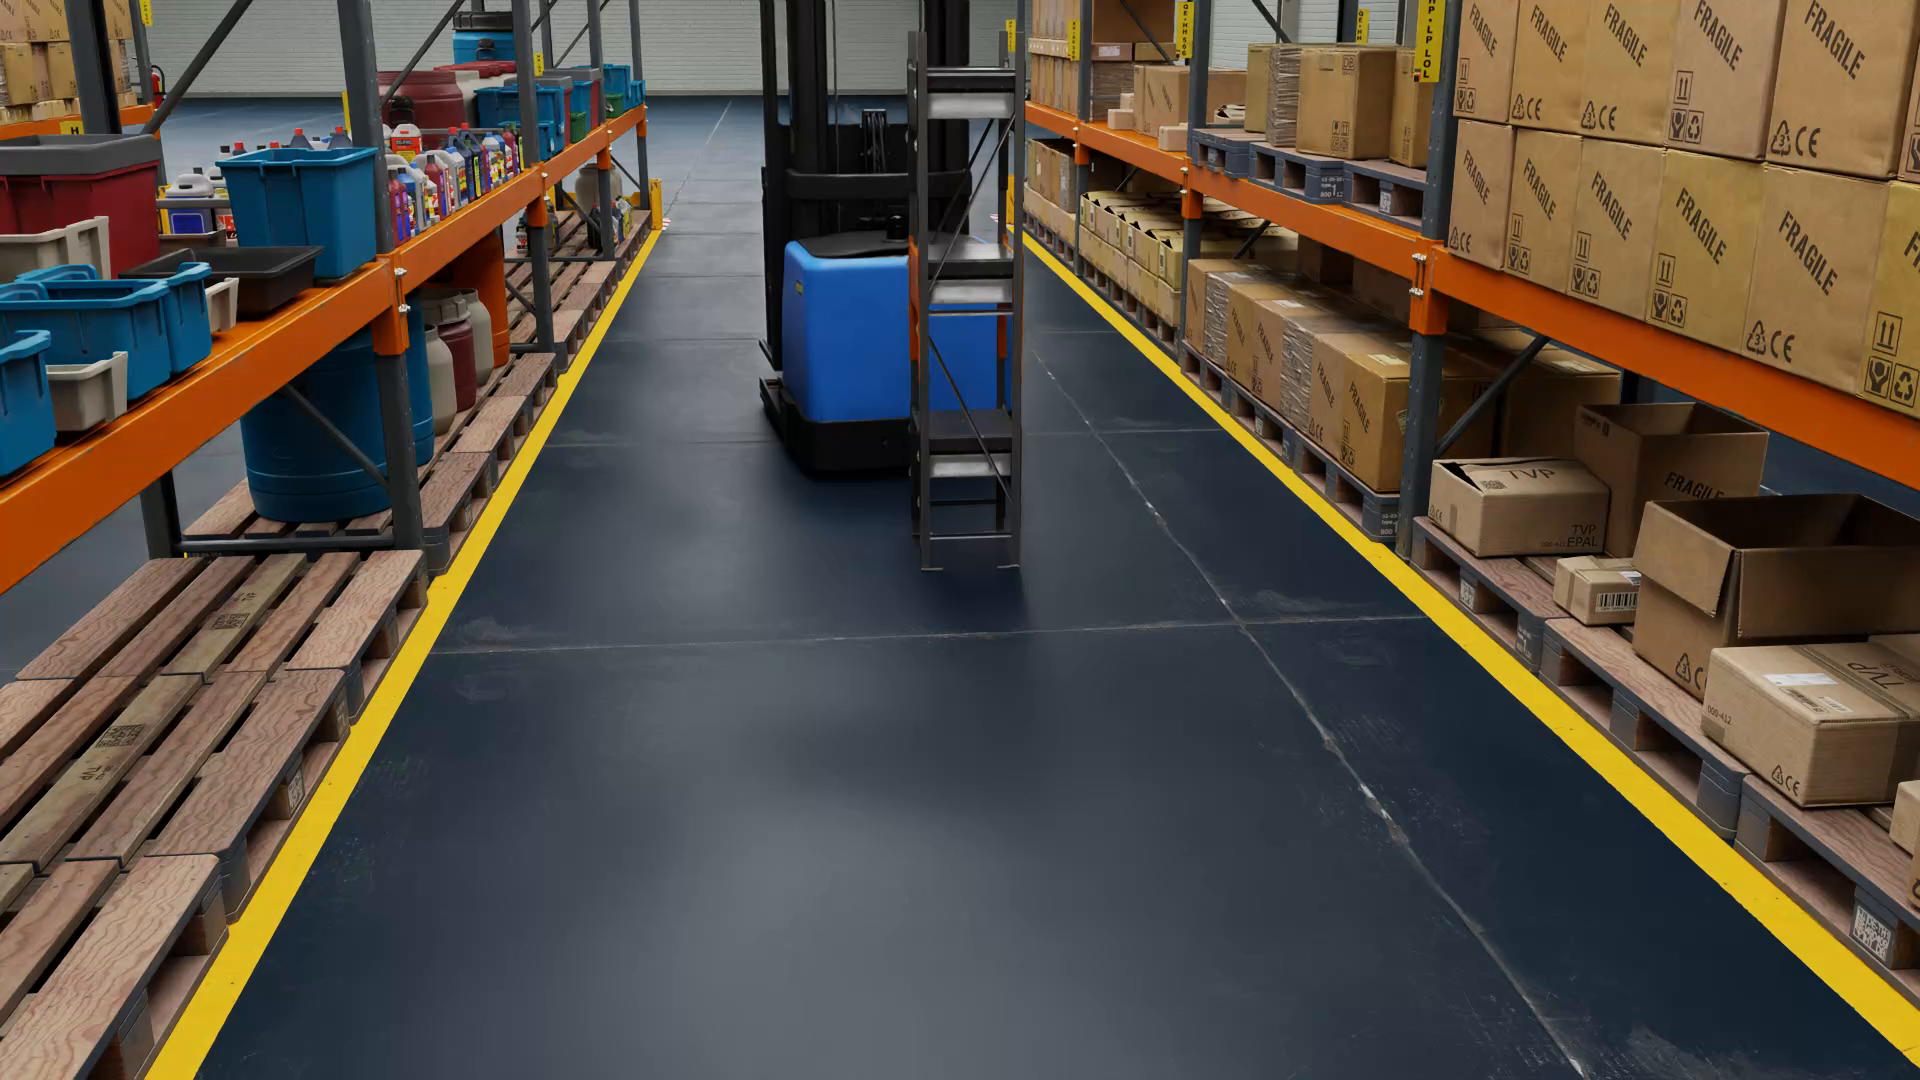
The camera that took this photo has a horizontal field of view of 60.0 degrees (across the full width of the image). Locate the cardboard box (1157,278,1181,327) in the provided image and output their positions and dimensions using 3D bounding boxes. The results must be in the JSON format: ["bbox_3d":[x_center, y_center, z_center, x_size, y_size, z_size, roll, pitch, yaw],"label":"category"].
[{"bbox_3d":[1.620,-1.598,11.150,0.500,0.250,0.500,-1,17,-4],"label":"cardboard box"}]

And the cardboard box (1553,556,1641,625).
[{"bbox_3d":[2.257,0.162,5.649,0.380,0.166,0.250,-2,18,-6],"label":"cardboard box"}]

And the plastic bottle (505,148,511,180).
[{"bbox_3d":[-2.516,-2.074,9.107,0.097,0.201,0.097,0,17,0],"label":"plastic bottle"}]

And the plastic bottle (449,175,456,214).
[{"bbox_3d":[-2.347,-1.583,7.544,0.097,0.201,0.097,0,17,0],"label":"plastic bottle"}]

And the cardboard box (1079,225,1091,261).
[{"bbox_3d":[1.300,-2.513,14.063,0.500,0.250,0.500,-2,18,-7],"label":"cardboard box"}]

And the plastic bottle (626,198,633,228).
[{"bbox_3d":[-3.180,-3.138,15.966,0.061,0.283,0.133,-1,17,-4],"label":"plastic bottle"}]

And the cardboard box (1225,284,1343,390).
[{"bbox_3d":[1.786,-1.128,9.201,0.500,0.500,0.500,-2,18,-6],"label":"cardboard box"}]

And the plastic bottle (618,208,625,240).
[{"bbox_3d":[-3.088,-2.874,15.125,0.061,0.283,0.133,-1,17,-3],"label":"plastic bottle"}]

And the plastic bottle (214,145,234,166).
[{"bbox_3d":[-3.018,-1.457,6.893,0.144,0.351,0.185,-2,18,-6],"label":"plastic bottle"}]

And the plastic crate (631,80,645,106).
[{"bbox_3d":[-3.486,-4.581,17.010,0.499,0.251,0.616,-2,18,-6],"label":"plastic crate"}]

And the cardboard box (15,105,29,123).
[{"bbox_3d":[-8.174,-3.624,14.131,0.380,0.149,0.250,-2,18,-6],"label":"cardboard box"}]

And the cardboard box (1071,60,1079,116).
[{"bbox_3d":[1.392,-4.089,15.027,0.700,0.500,0.500,-2,18,-6],"label":"cardboard box"}]

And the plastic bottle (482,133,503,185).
[{"bbox_3d":[-2.486,-2.020,8.819,0.097,0.271,0.097,0,17,0],"label":"plastic bottle"}]

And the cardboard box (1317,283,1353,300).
[{"bbox_3d":[2.300,-1.152,9.279,0.500,0.500,0.500,-2,18,-8],"label":"cardboard box"}]

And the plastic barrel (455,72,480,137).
[{"bbox_3d":[-3.329,-2.762,10.780,0.421,0.512,0.421,0,17,0],"label":"plastic barrel"}]

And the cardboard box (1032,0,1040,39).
[{"bbox_3d":[1.133,-5.456,17.214,0.700,0.500,0.500,-2,18,-5],"label":"cardboard box"}]

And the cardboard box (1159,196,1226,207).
[{"bbox_3d":[1.891,-2.642,13.537,0.500,0.311,0.500,-1,17,-4],"label":"cardboard box"}]

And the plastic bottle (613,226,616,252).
[{"bbox_3d":[-3.020,-2.617,14.326,0.097,0.271,0.097,0,17,0],"label":"plastic bottle"}]

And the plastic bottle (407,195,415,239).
[{"bbox_3d":[-2.255,-1.318,6.700,0.097,0.201,0.097,0,17,0],"label":"plastic bottle"}]

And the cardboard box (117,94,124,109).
[{"bbox_3d":[-8.425,-4.293,16.264,0.380,0.149,0.250,-2,18,-6],"label":"cardboard box"}]

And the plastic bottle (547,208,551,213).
[{"bbox_3d":[-3.730,-2.862,15.085,0.061,0.283,0.133,-2,18,-6],"label":"plastic bottle"}]

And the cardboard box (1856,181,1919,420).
[{"bbox_3d":[2.368,-0.504,3.609,0.500,0.500,0.500,-2,18,-5],"label":"cardboard box"}]

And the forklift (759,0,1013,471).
[{"bbox_3d":[-0.545,-2.133,9.078,1.130,2.935,3.031,-4,18,-12],"label":"forklift"}]

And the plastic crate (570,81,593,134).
[{"bbox_3d":[-3.000,-3.274,12.624,0.392,0.384,0.575,-2,18,-6],"label":"plastic crate"}]

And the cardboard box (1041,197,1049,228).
[{"bbox_3d":[1.079,-3.219,16.312,0.500,0.250,0.500,-2,18,-6],"label":"cardboard box"}]

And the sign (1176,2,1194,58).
[{"bbox_3d":[1.365,-3.095,10.094,0.100,0.325,0.005,-2,18,-6],"label":"sign"}]

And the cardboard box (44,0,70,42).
[{"bbox_3d":[-8.310,-4.703,14.815,0.500,0.500,0.500,-2,18,-6],"label":"cardboard box"}]

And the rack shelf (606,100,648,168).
[{"bbox_3d":[-3.629,-3.853,15.643,1.077,0.370,4.000,-2,18,-6],"label":"rack shelf"}]

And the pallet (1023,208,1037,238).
[{"bbox_3d":[1.213,-3.387,17.614,1.003,0.211,1.213,-2,18,-6],"label":"pallet"}]

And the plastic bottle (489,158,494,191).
[{"bbox_3d":[-2.456,-1.900,8.553,0.097,0.201,0.097,0,17,0],"label":"plastic bottle"}]

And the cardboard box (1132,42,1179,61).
[{"bbox_3d":[1.670,-4.196,14.284,0.380,0.149,0.250,-2,18,-6],"label":"cardboard box"}]

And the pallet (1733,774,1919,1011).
[{"bbox_3d":[2.651,0.893,3.980,1.003,0.211,1.213,-2,18,-6],"label":"pallet"}]

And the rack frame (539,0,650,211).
[{"bbox_3d":[-3.835,-4.792,17.434,1.000,3.000,0.127,-2,18,-6],"label":"rack frame"}]

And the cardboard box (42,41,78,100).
[{"bbox_3d":[-8.513,-4.219,14.945,0.875,0.500,0.500,-2,18,-6],"label":"cardboard box"}]

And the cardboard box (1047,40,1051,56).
[{"bbox_3d":[1.053,-4.794,16.190,0.380,0.149,0.250,-2,18,-6],"label":"cardboard box"}]

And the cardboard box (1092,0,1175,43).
[{"bbox_3d":[1.453,-4.551,14.333,0.700,0.500,0.500,-2,18,-5],"label":"cardboard box"}]

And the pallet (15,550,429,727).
[{"bbox_3d":[-2.483,0.331,5.769,1.003,0.211,1.213,-2,18,-6],"label":"pallet"}]

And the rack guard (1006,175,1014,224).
[{"bbox_3d":[1.090,-3.759,18.315,1.175,0.500,0.348,-2,18,-6],"label":"rack guard"}]

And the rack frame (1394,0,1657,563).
[{"bbox_3d":[2.330,-1.369,6.530,1.000,3.000,0.127,-2,18,-6],"label":"rack frame"}]

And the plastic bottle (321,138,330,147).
[{"bbox_3d":[-3.207,-1.898,8.429,0.097,0.271,0.097,0,17,0],"label":"plastic bottle"}]

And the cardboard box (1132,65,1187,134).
[{"bbox_3d":[1.622,-3.414,12.876,0.500,0.500,0.500,-1,17,-2],"label":"cardboard box"}]

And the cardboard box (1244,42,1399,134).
[{"bbox_3d":[2.094,-2.625,9.661,0.700,0.500,0.500,-8,19,-24],"label":"cardboard box"}]

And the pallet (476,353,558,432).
[{"bbox_3d":[-2.887,-0.845,9.515,1.003,0.211,1.213,-2,18,-6],"label":"pallet"}]

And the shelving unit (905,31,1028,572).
[{"bbox_3d":[0.017,-0.952,6.705,0.431,2.100,0.503,-2,18,-6],"label":"shelving unit"}]

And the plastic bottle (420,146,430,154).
[{"bbox_3d":[-2.534,-1.739,7.924,0.097,0.271,0.097,0,17,0],"label":"plastic bottle"}]

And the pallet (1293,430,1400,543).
[{"bbox_3d":[2.208,-0.280,7.716,1.003,0.211,1.213,-2,18,-6],"label":"pallet"}]

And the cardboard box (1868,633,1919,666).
[{"bbox_3d":[2.865,0.456,4.572,0.500,0.250,0.500,-2,18,-6],"label":"cardboard box"}]

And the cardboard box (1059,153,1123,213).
[{"bbox_3d":[1.199,-3.279,15.252,0.500,0.500,0.500,-2,18,-6],"label":"cardboard box"}]

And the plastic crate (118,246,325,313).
[{"bbox_3d":[-2.215,-0.789,5.042,0.437,0.125,0.590,-2,18,-6],"label":"plastic crate"}]

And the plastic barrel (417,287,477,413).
[{"bbox_3d":[-2.826,-0.977,8.606,0.600,0.588,0.708,-2,18,-6],"label":"plastic barrel"}]

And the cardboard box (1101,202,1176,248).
[{"bbox_3d":[1.400,-2.474,13.003,0.500,0.311,0.500,-2,18,-7],"label":"cardboard box"}]

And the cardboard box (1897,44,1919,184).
[{"bbox_3d":[2.370,-0.977,3.444,0.500,0.500,0.500,-1,17,-4],"label":"cardboard box"}]
